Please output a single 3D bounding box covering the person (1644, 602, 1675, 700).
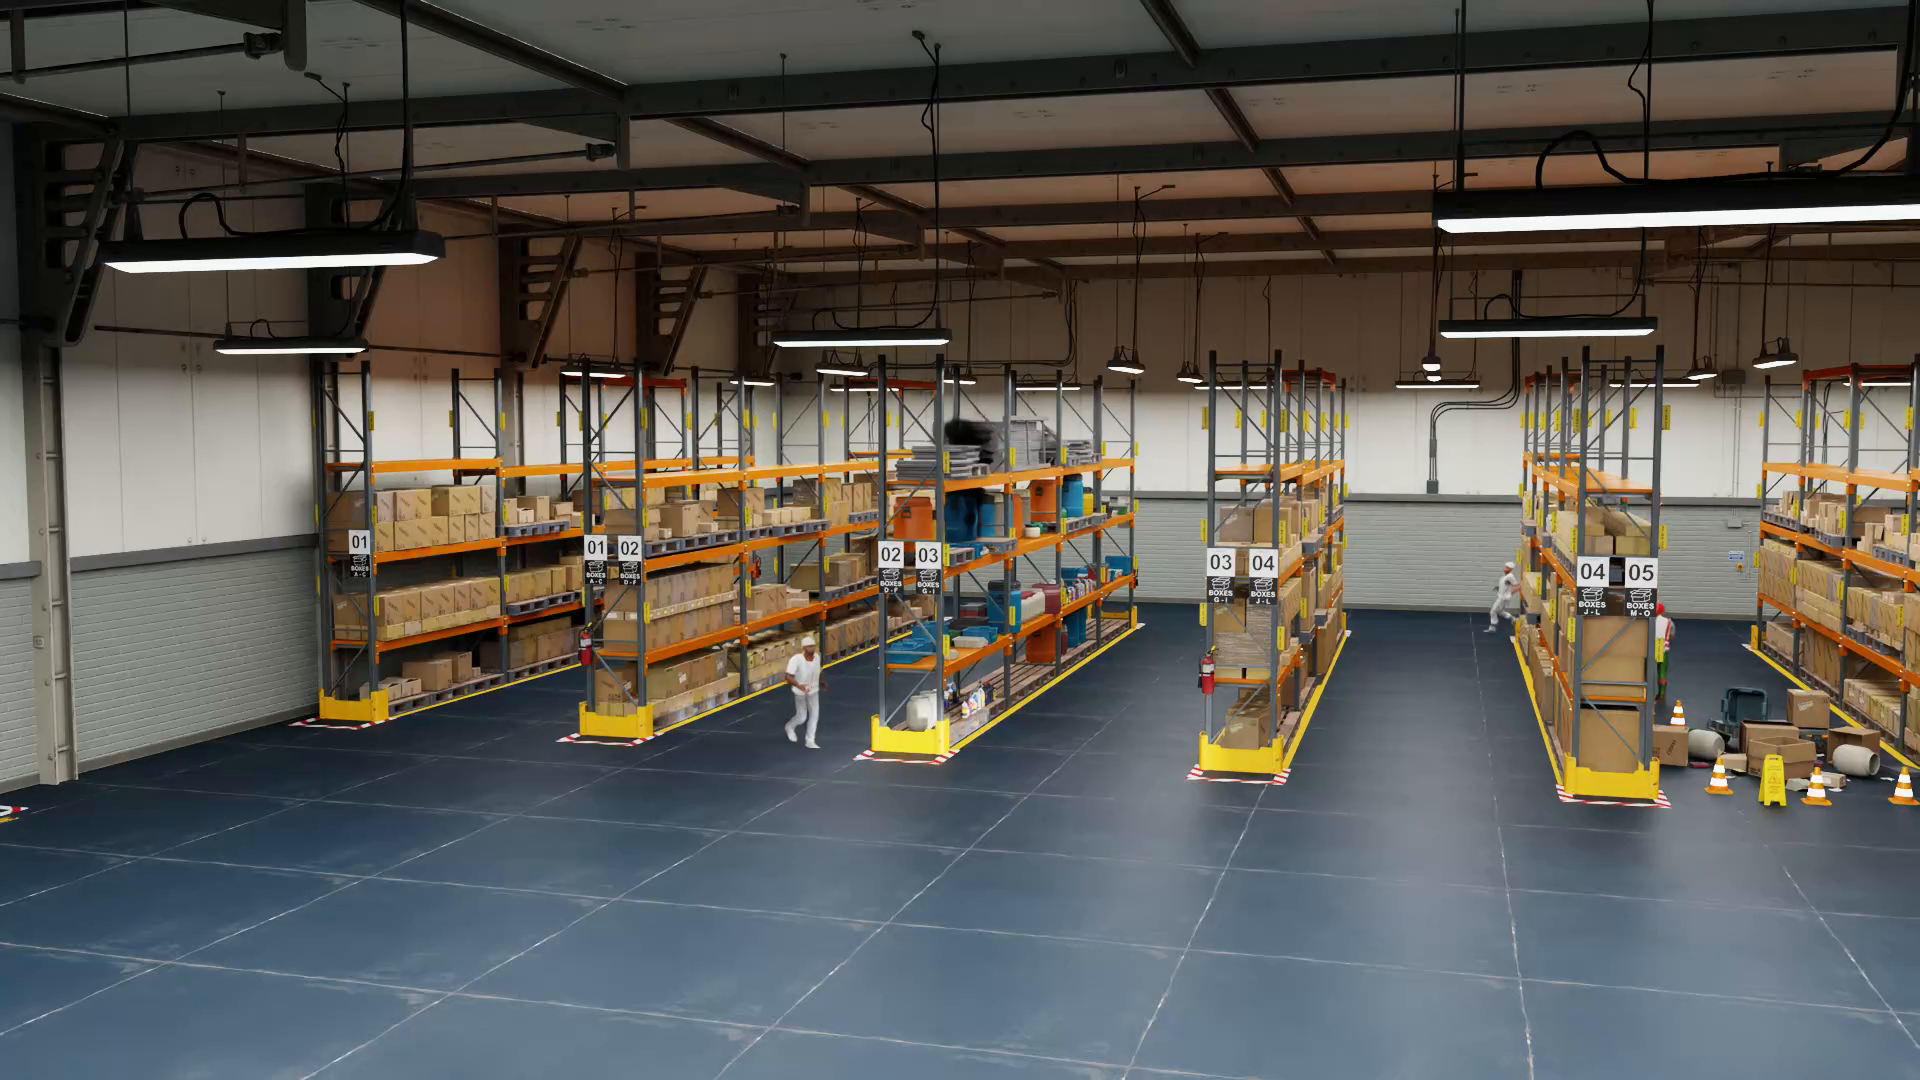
[{"bbox_3d":[12.467,1.990,29.745,0.621,1.731,0.989,1,4,16],"label":"person"}]

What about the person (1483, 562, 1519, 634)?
[{"bbox_3d":[12.711,1.356,38.942,0.835,1.724,0.724,1,4,13],"label":"person"}]

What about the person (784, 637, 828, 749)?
[{"bbox_3d":[-2.422,2.324,25.536,0.698,1.720,0.819,-3,5,-35],"label":"person"}]
